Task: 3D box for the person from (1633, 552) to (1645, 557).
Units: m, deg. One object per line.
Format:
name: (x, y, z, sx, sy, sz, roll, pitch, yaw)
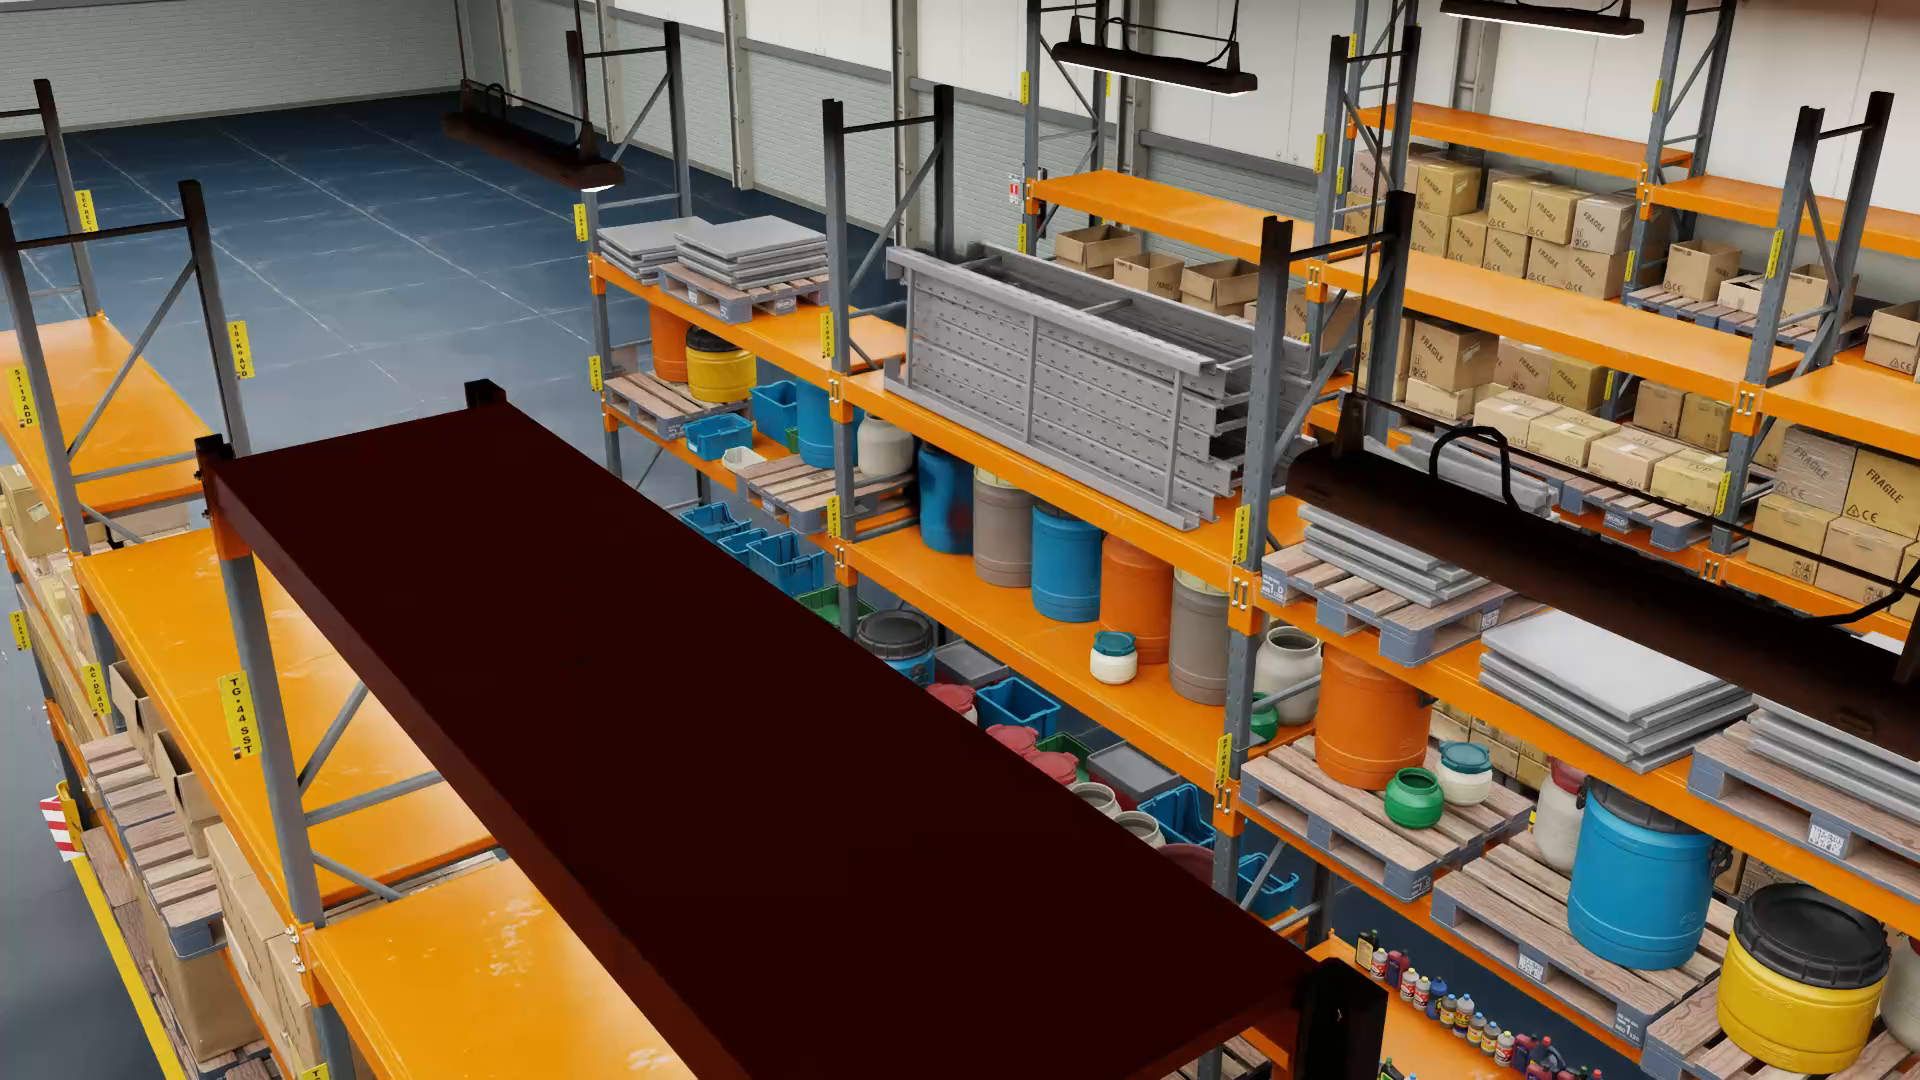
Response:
person: (6.143, 0.846, 15.317, 0.545, 1.569, 0.632, -22, 33, -39)
